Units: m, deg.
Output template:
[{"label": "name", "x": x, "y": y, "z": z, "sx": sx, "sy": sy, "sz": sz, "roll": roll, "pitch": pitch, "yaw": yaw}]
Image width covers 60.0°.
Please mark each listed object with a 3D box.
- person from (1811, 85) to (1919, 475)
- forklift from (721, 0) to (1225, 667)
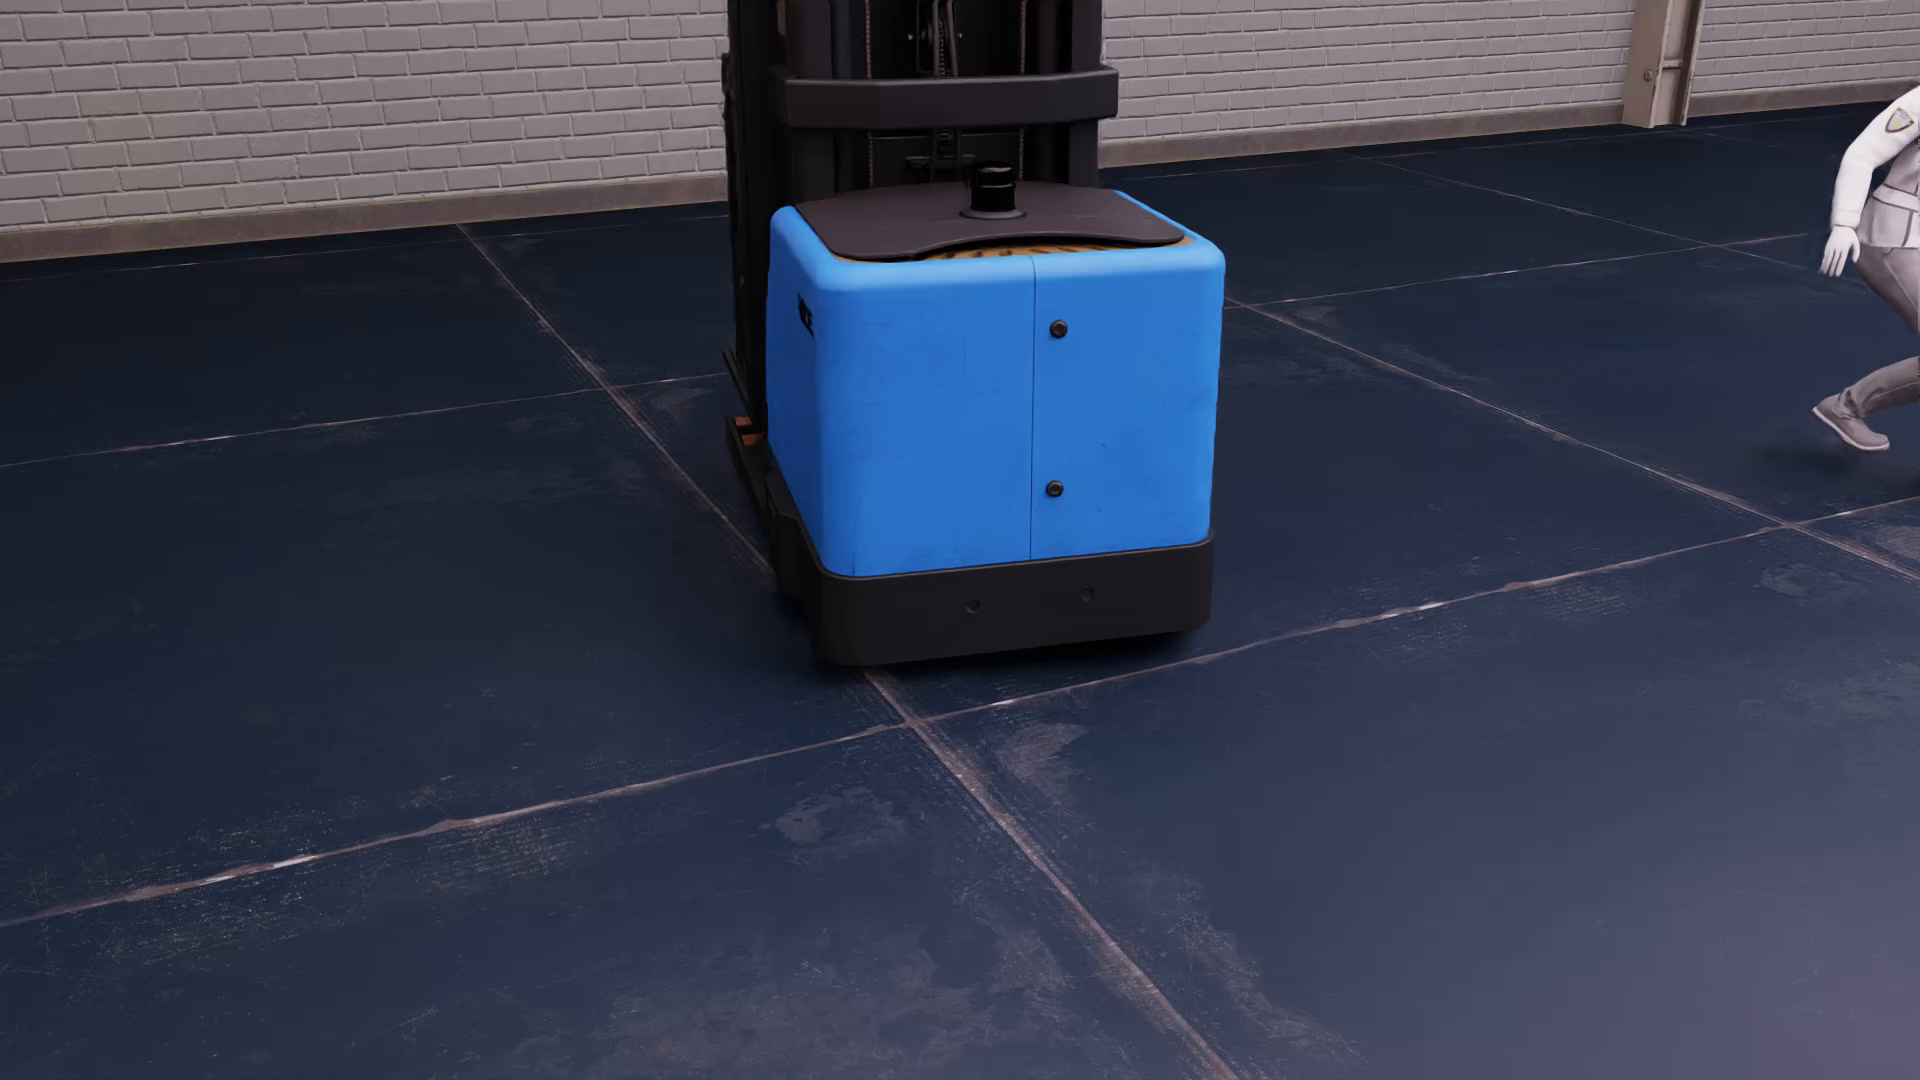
[{"label": "person", "x": 3.122, "y": -0.887, "z": 5.244, "sx": 0.815, "sy": 1.552, "sz": 0.791, "roll": -9, "pitch": 24, "yaw": -20}, {"label": "forklift", "x": -0.189, "y": -1.573, "z": 5.073, "sx": 1.130, "sy": 2.935, "sz": 3.031, "roll": -5, "pitch": 23, "yaw": -13}]
